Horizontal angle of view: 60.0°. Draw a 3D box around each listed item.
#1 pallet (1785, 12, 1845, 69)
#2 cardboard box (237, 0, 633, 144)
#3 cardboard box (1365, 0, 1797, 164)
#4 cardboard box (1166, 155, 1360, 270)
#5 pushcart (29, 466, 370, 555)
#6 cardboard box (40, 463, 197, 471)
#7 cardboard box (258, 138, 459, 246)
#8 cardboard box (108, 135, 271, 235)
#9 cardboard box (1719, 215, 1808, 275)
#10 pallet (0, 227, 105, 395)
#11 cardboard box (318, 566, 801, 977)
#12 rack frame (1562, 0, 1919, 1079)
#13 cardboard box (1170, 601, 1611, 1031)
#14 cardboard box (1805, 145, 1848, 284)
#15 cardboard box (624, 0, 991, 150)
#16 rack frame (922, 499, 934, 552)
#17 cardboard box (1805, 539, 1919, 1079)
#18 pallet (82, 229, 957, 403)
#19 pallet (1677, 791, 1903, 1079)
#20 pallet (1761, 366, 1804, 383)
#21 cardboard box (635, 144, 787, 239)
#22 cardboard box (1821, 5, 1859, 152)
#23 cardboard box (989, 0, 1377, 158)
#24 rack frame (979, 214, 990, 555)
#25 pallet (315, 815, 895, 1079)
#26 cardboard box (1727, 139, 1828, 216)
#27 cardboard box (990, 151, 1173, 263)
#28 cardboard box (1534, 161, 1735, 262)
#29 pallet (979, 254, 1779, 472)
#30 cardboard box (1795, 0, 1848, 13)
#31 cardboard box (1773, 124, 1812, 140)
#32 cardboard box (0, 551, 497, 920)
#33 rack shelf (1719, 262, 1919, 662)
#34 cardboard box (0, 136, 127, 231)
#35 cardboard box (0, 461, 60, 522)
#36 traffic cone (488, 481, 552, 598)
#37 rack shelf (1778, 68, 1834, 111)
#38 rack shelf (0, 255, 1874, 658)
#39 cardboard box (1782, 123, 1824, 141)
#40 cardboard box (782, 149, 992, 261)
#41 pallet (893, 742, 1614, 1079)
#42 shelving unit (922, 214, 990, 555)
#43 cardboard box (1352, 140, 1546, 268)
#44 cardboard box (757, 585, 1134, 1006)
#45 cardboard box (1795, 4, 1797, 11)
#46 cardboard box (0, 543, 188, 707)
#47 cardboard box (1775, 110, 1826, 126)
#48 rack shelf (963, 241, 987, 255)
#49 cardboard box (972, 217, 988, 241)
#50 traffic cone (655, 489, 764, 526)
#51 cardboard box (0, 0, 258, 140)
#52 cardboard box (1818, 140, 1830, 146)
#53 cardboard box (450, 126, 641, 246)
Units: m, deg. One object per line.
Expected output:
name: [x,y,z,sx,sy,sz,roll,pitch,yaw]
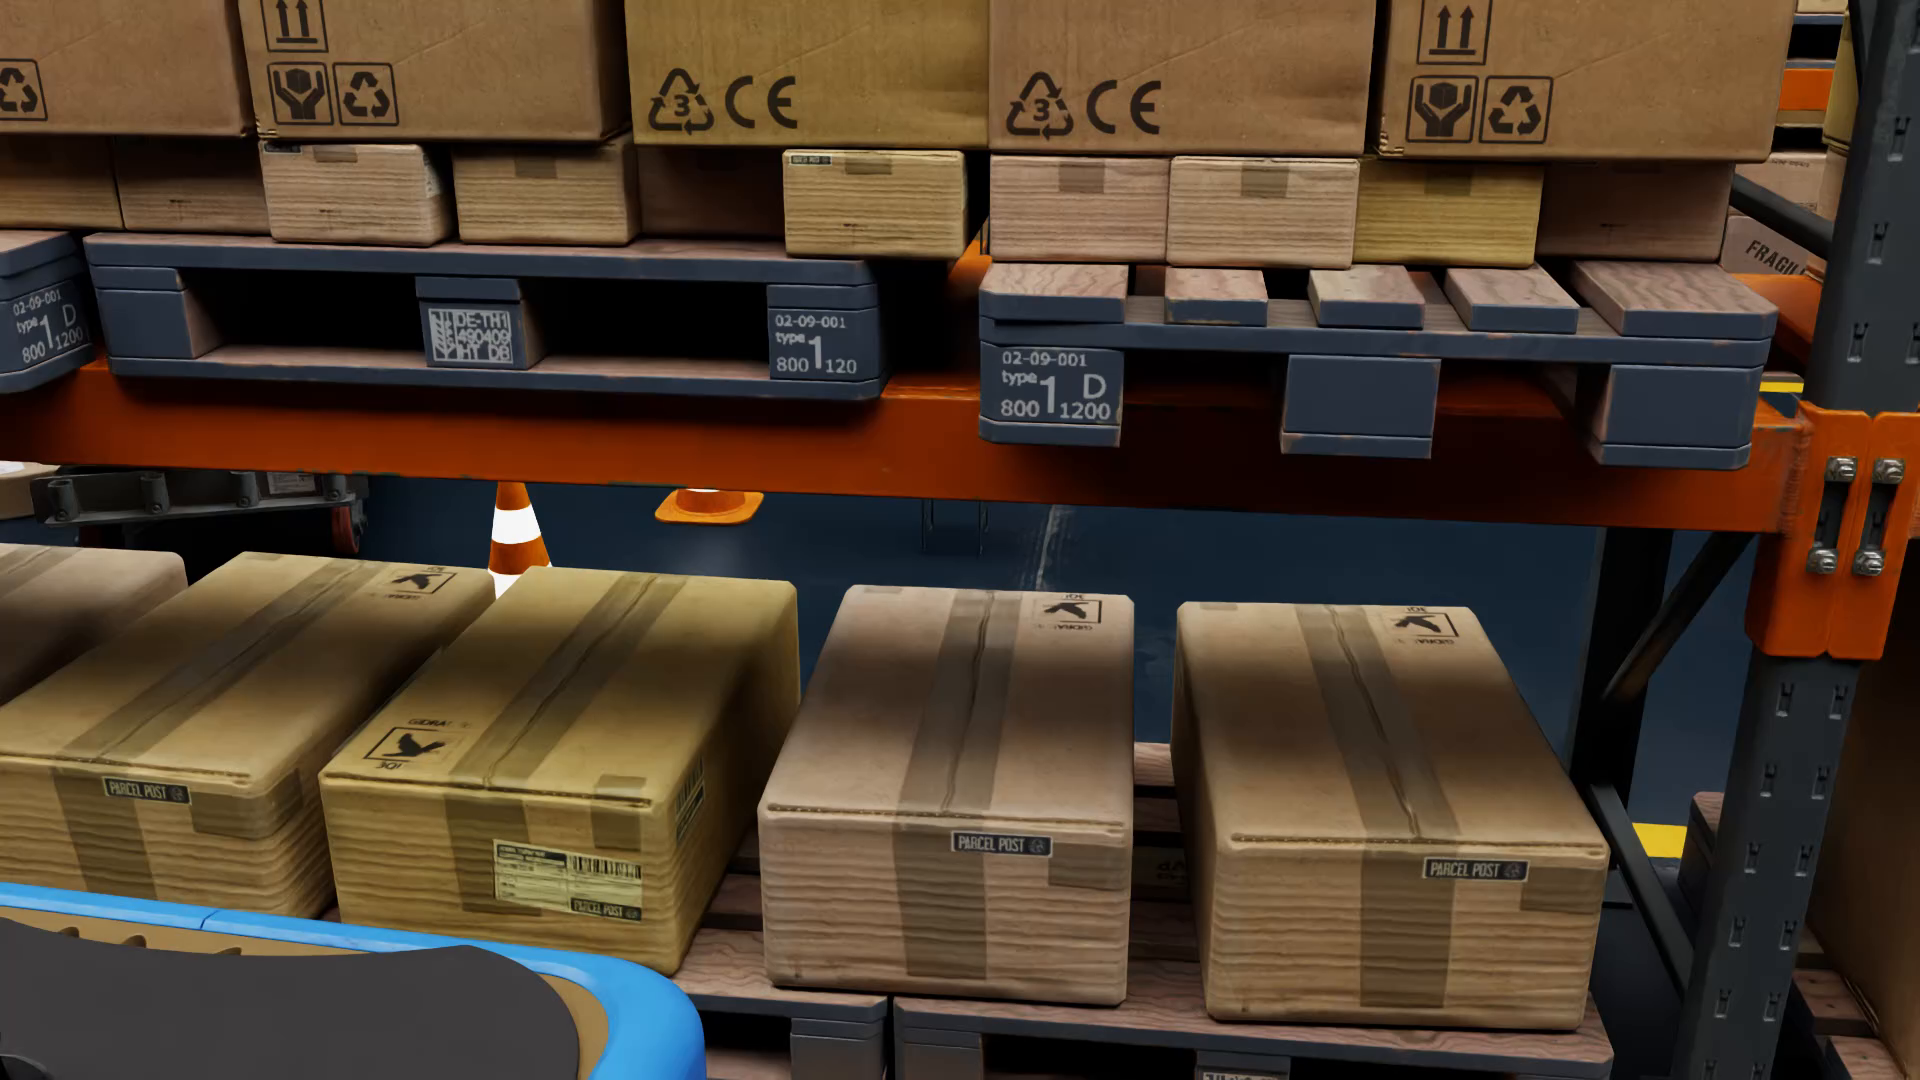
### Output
pallet: [3.764,-2.174,7.119,1.213,0.211,1.003,2,22,6]
cardboard box: [-0.731,-0.884,2.484,0.500,0.500,0.500,2,22,4]
cardboard box: [0.827,-0.820,2.323,0.500,0.500,0.500,2,22,5]
cardboard box: [0.428,-0.508,2.416,0.250,0.149,0.380,2,22,6]
pushcart: [-2.442,-0.310,5.711,0.936,0.377,1.648,-5,22,-12]
cardboard box: [-2.481,-0.536,5.085,0.500,0.500,0.500,2,22,6]
cardboard box: [-0.858,-0.568,2.566,0.250,0.149,0.380,3,22,8]
cardboard box: [-1.116,-0.598,2.643,0.250,0.149,0.380,3,22,7]
cardboard box: [3.476,-1.202,7.228,0.500,0.500,0.500,2,22,5]
pallet: [-1.919,-0.520,2.935,1.213,0.211,1.003,2,22,6]
cardboard box: [-0.735,0.413,3.319,0.625,0.372,0.950,3,22,8]
rack frame: [1.311,-0.522,2.680,0.127,3.000,1.000,2,22,6]
cardboard box: [0.751,0.477,3.157,0.625,0.372,0.950,1,22,3]
cardboard box: [1.844,-0.525,2.892,0.500,0.250,0.500,2,22,4]
cardboard box: [-0.189,-0.860,2.423,0.500,0.500,0.500,1,22,3]
rack frame: [-0.105,-0.563,5.231,0.006,1.200,0.240,2,22,6]
cardboard box: [1.987,0.331,2.841,0.875,0.875,0.875,2,22,6]
pallet: [-0.660,-0.503,2.894,1.213,0.211,1.003,2,22,6]
pallet: [2.085,0.836,3.037,1.213,0.211,1.003,2,22,6]
pallet: [3.777,-0.949,7.553,1.213,0.211,1.003,2,22,6]
cardboard box: [-0.331,-0.586,2.612,0.250,0.149,0.380,3,22,7]
cardboard box: [1.822,-0.756,2.797,0.500,0.250,0.500,2,22,6]
cardboard box: [0.312,-0.839,2.369,0.500,0.500,0.500,2,22,5]
rack frame: [0.076,-0.555,5.211,0.006,1.200,0.240,2,22,6]
pallet: [-0.673,0.687,3.416,1.213,0.211,1.003,2,22,6]
cardboard box: [3.443,-1.549,7.087,0.500,0.250,0.500,3,22,7]
cardboard box: [0.179,-0.522,2.451,0.250,0.149,0.380,1,22,4]
cardboard box: [0.958,-0.529,2.468,0.250,0.149,0.380,3,22,8]
pallet: [0.591,-0.425,2.695,1.003,0.211,1.213,2,22,6]
cardboard box: [3.531,-2.262,6.853,0.250,0.149,0.380,3,22,7]
cardboard box: [3.509,-1.736,7.559,0.500,0.250,0.500,3,22,8]
cardboard box: [-1.426,0.383,3.393,0.625,0.372,0.950,4,22,10]
rack shelf: [3.297,-0.101,2.594,4.000,0.370,1.077,2,22,6]
cardboard box: [-1.362,-0.609,2.672,0.250,0.149,0.380,3,22,7]
cardboard box: [-3.218,-0.242,5.692,0.396,0.266,0.258,-14,25,-31]
traffic cone: [-1.265,0.027,4.741,0.334,0.463,0.336,2,22,6]
rack shelf: [3.779,-1.912,7.176,4.000,0.370,1.077,2,22,6]
rack shelf: [-0.675,-0.274,3.031,4.000,0.370,1.077,2,22,6]
cardboard box: [4.028,-1.716,7.510,0.500,0.250,0.500,3,22,8]
cardboard box: [-0.096,-0.529,2.469,0.250,0.149,0.380,3,22,7]
pallet: [0.535,0.740,3.280,1.213,0.211,1.003,2,22,6]
shelving unit: [-0.014,-0.559,5.221,0.189,1.200,0.258,2,22,6]
cardboard box: [0.683,-0.514,2.430,0.250,0.149,0.380,3,22,7]
cardboard box: [0.017,0.448,3.230,0.625,0.372,0.950,2,22,5]
cardboard box: [3.281,-2.274,6.883,0.250,0.149,0.380,3,22,8]
cardboard box: [-2.140,0.354,3.469,0.625,0.372,0.950,3,22,7]
cardboard box: [5.812,-3.195,11.759,0.875,0.875,1.225,3,22,6]
rack shelf: [-0.014,-0.852,5.105,0.180,0.103,0.258,2,22,6]
cardboard box: [0.331,-1.578,7.841,0.750,0.750,1.050,3,22,7]
traffic cone: [-0.859,-0.325,5.633,0.334,0.463,0.336,2,22,6]
cardboard box: [-1.242,-0.902,2.530,0.500,0.500,0.500,2,22,6]
cardboard box: [3.961,-1.527,7.031,0.500,0.250,0.500,2,22,4]
cardboard box: [-0.590,-0.567,2.564,0.250,0.149,0.380,2,22,5]
